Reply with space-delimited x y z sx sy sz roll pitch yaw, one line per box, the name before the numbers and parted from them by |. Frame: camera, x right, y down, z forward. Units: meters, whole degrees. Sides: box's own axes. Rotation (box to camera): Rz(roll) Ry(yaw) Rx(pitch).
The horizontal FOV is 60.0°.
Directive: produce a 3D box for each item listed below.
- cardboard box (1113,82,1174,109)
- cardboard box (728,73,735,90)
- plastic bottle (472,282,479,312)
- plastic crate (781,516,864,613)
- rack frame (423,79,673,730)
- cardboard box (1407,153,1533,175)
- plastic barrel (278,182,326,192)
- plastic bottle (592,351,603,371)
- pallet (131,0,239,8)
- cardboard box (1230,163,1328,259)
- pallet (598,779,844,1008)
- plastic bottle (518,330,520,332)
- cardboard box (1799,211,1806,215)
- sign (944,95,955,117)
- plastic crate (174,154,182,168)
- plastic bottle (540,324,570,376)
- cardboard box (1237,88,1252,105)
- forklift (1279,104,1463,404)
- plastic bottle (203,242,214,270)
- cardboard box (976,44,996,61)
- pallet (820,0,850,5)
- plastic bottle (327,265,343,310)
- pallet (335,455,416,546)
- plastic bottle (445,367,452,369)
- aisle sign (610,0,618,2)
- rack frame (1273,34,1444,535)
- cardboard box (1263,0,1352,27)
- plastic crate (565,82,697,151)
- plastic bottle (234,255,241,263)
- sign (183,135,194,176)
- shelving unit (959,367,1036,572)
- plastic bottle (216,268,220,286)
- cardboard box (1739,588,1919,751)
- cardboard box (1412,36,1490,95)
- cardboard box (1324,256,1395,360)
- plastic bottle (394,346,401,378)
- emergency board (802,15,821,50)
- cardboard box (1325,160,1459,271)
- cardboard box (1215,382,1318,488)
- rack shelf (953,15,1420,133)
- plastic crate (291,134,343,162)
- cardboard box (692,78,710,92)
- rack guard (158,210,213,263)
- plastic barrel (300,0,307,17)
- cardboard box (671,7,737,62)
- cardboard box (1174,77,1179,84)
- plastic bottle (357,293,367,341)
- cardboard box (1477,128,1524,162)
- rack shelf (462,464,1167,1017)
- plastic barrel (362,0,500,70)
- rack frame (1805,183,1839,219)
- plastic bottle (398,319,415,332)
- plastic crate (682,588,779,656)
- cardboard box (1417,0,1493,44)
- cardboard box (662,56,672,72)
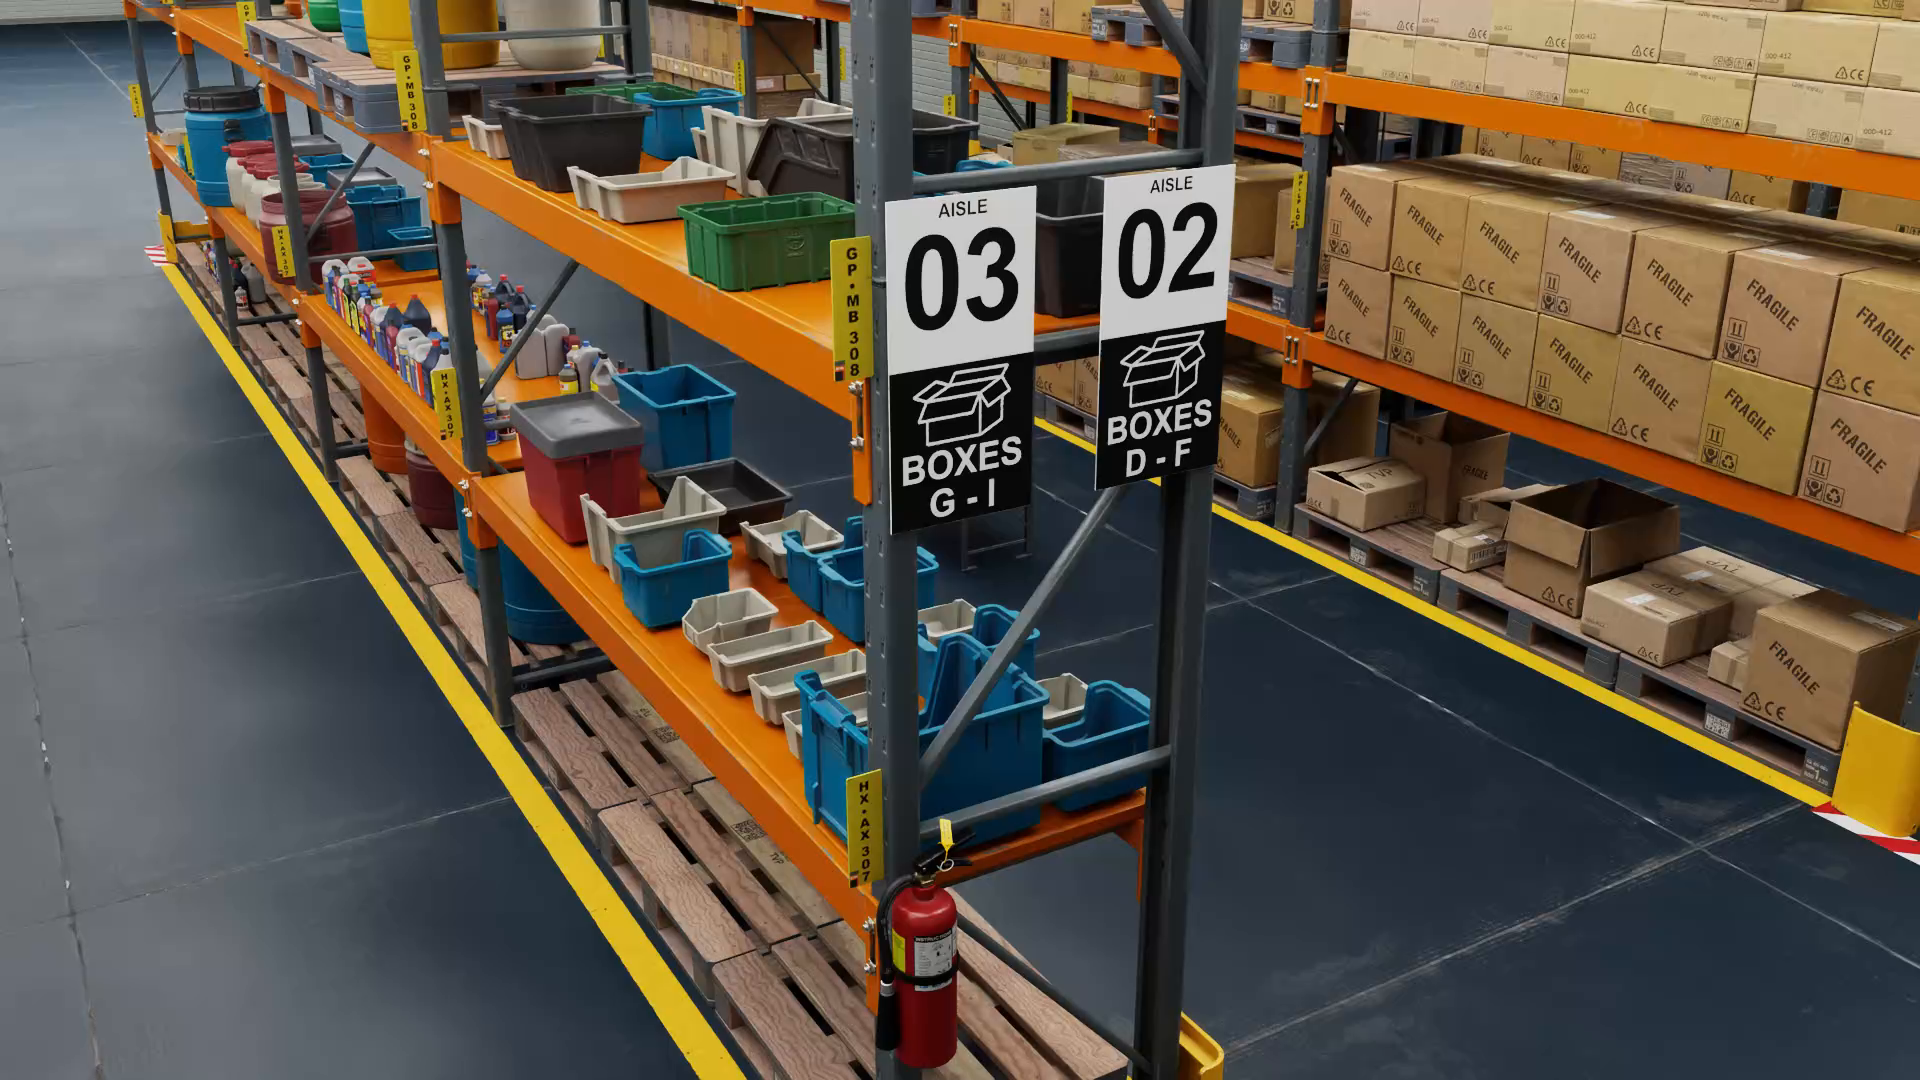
cardboard box | 2.106 -5.116 19.086 0.500 0.250 0.500 -13 25 -28
cardboard box | -2.096 -4.601 16.653 0.380 0.149 0.250 -13 26 -29
plastic bottle | -2.982 -1.529 10.354 0.097 0.201 0.097 0 22 0
plastic crate | -0.448 0.092 6.243 0.416 0.233 0.300 -13 25 -28
rack frame | -1.822 -0.585 7.768 1.000 3.000 0.127 -13 25 -28
cardboard box | 2.919 -1.933 9.622 0.500 0.500 0.500 -12 25 -28
plastic barrel | -4.575 -2.224 11.651 0.421 0.512 0.421 0 22 0
plastic bottle | -1.835 -0.835 8.553 0.097 0.271 0.097 0 22 0
pallet | -6.361 -4.692 14.139 1.213 0.211 1.003 -13 25 -28
cardboard box | 1.983 -2.185 11.012 0.700 0.500 0.500 -8 24 -20
pallet | -0.786 1.332 6.753 1.003 0.211 1.213 -13 25 -28
plastic bottle | -2.420 -1.061 9.203 0.097 0.201 0.097 0 22 0
cardboard box | 6.279 -2.439 12.635 0.380 0.149 0.250 -12 25 -28
sign | -0.081 -3.260 12.812 0.100 0.325 0.005 -13 25 -28
plastic crate | -6.956 -3.530 15.363 0.530 0.136 0.437 -13 25 -28
plastic bottle | -2.204 -1.051 9.078 0.152 0.276 0.135 -13 25 -28
cardboard box | 3.118 -4.977 17.856 0.700 0.500 0.500 -10 24 -23
forklift | 3.315 -2.922 13.607 1.130 2.935 3.031 -6 23 -14
plastic bottle | -7.294 -2.763 16.165 0.097 0.271 0.097 0 22 0
cardboard box | 0.550 -6.450 21.374 0.500 0.500 0.500 -13 25 -28
pallet | -0.603 -4.698 14.153 1.003 0.211 1.213 -11 25 -26
plastic bottle | -3.887 -1.576 10.375 0.097 0.271 0.097 0 22 0
pallet | -3.427 -0.341 10.871 1.003 0.211 1.213 -13 25 -28
plastic bottle | -2.488 -0.712 8.244 0.152 0.276 0.135 -13 25 -28
aisle sign | -3.989 -6.588 19.084 0.394 0.787 0.004 -13 25 -28
rack frame | 2.438 -1.537 10.109 1.000 3.000 0.127 -13 25 -28
cardboard box | 2.244 -3.391 9.864 0.600 0.600 0.600 -15 27 -33
plastic crate | -1.346 -1.798 7.049 0.450 0.188 0.662 -13 25 -28
plastic bottle | -6.737 -2.514 15.537 0.061 0.283 0.133 -13 25 -28
sign | -6.387 -3.201 13.836 0.100 0.325 0.005 -13 25 -28
shelving unit | -0.044 -0.722 10.097 0.538 1.500 1.048 -13 25 -28
plastic bottle | -6.912 -2.489 15.583 0.097 0.201 0.097 0 22 0
cardboard box | 3.992 0.583 7.628 0.500 0.500 0.500 -13 25 -28
cardboard box | 2.726 -2.490 8.668 0.500 0.250 0.500 -13 25 -28
cardboard box | 2.464 -1.366 9.556 0.500 0.500 0.500 -12 25 -27
plastic bottle | -3.016 -0.991 9.031 0.097 0.201 0.097 0 22 0
emergency board | -2.628 -9.065 28.630 0.194 1.169 0.643 -13 25 -28
cardboard box | 2.437 -1.840 9.394 0.500 0.500 0.500 -12 25 -27
cardboard box | 1.940 -0.687 10.755 0.500 0.500 0.500 -13 25 -29
rack shelf | 1.416 -3.241 11.273 1.077 0.370 4.000 -13 25 -28
plastic crate | -5.398 -3.107 13.887 0.402 0.464 0.583 -13 25 -28
cardboard box | -2.409 -4.648 17.631 0.700 0.500 0.500 -12 25 -27
rack guard | -7.873 -3.296 17.758 1.175 0.500 0.348 -13 25 -28
plastic barrel | -4.098 -3.810 11.052 0.600 0.901 0.600 0 22 0
cardboard box | -2.650 -5.404 17.767 0.700 0.500 0.500 -13 25 -28
cardboard box | 2.548 -5.560 19.184 0.500 0.500 0.500 -13 26 -29
plastic bottle | -3.464 -1.308 9.717 0.097 0.271 0.097 0 22 0
cardboard box | 4.939 -3.601 14.634 0.500 0.500 0.500 -12 25 -26
rack shelf | -0.801 0.395 6.311 1.077 0.370 4.000 -13 25 -28
plastic barrel | -2.463 -2.513 7.720 0.600 0.588 0.600 0 22 0
rack frame | 6.695 -2.491 12.457 1.000 3.000 0.127 -13 25 -28
plastic bottle | -3.032 -1.079 9.152 0.097 0.271 0.097 0 22 0
plastic crate | -0.817 0.300 5.860 0.298 0.136 0.250 -13 25 -28
cardboard box | 2.730 -2.722 8.576 0.500 0.250 0.500 -13 25 -28
cardboard box | -3.017 -5.183 18.086 0.380 0.149 0.250 -13 25 -29
